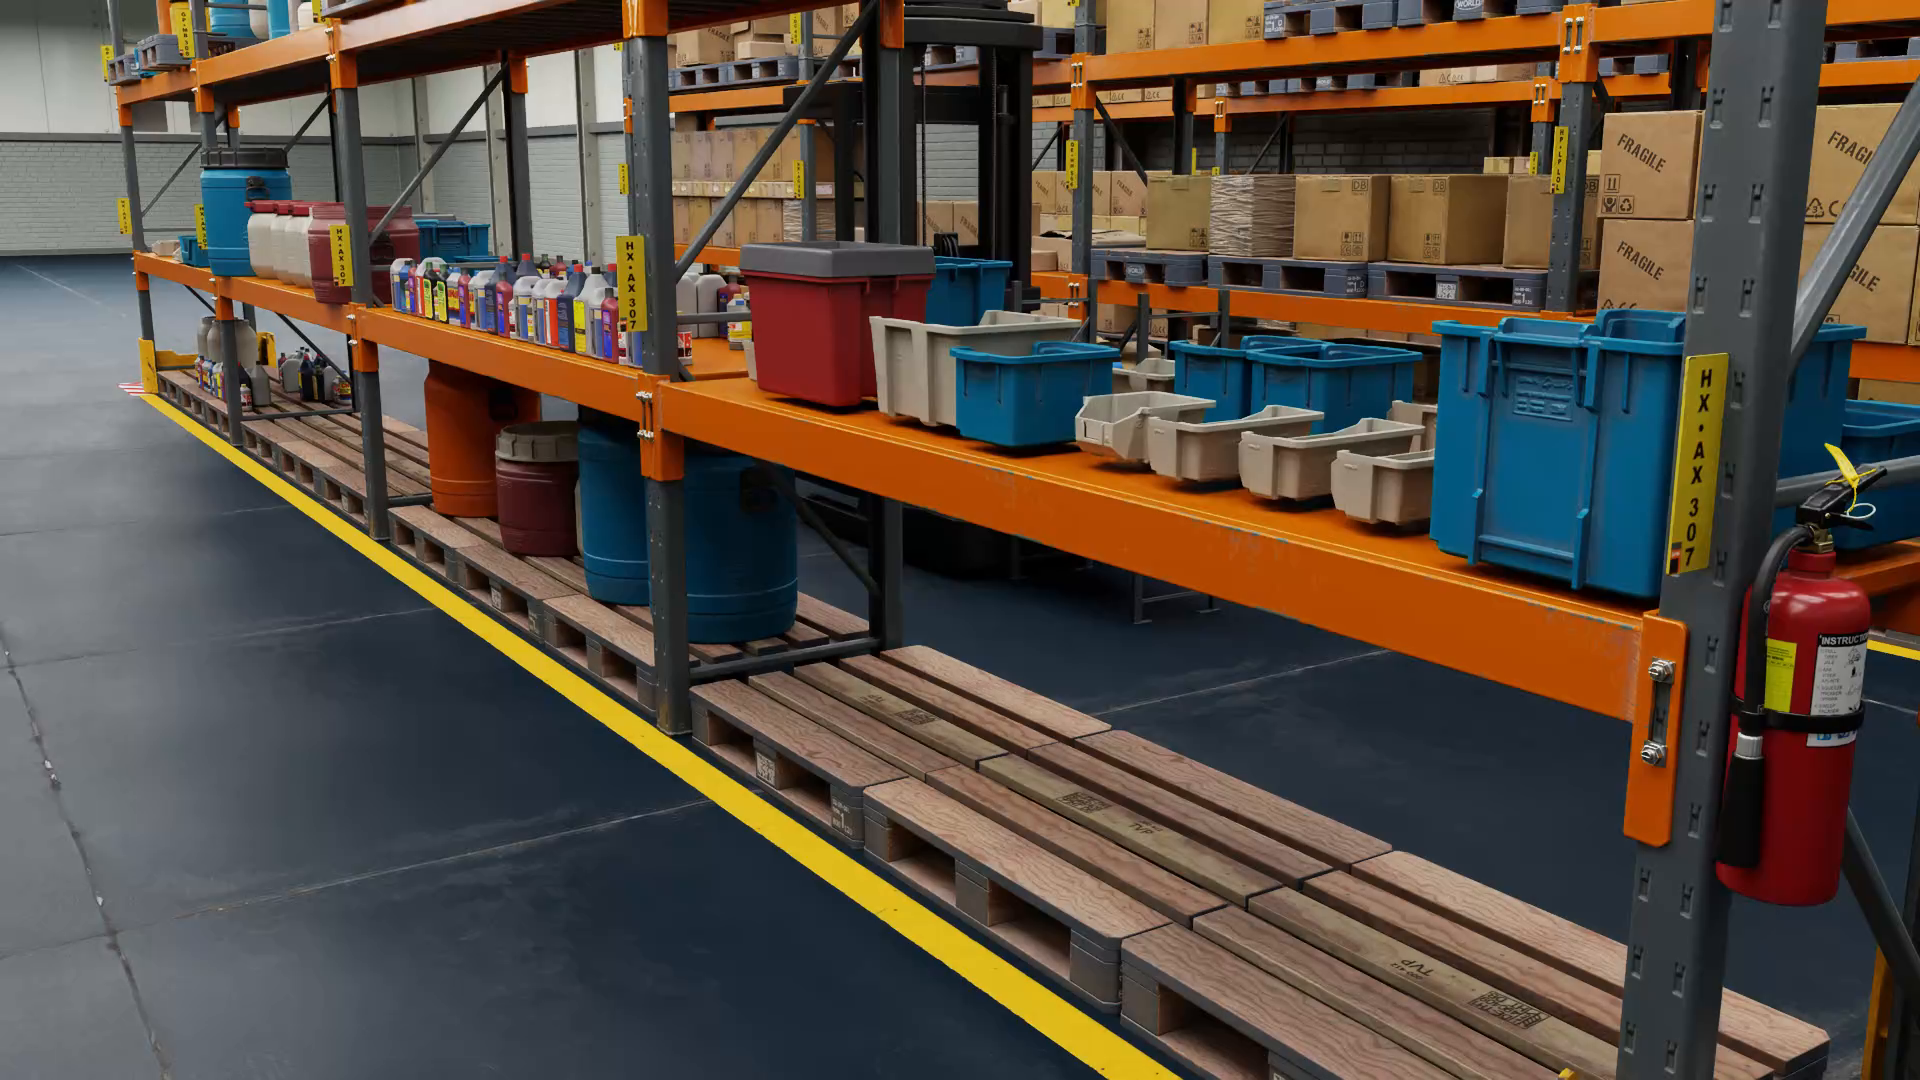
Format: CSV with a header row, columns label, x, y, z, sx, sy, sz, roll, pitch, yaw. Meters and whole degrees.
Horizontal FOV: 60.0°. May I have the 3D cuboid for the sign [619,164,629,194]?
label,x,y,z,sx,sy,sz,roll,pitch,yaw
sign,-3.660,-3.928,18.093,0.100,0.325,0.005,-8,15,-33

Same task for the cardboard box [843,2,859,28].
label,x,y,z,sx,sy,sz,roll,pitch,yaw
cardboard box,-0.669,-4.669,14.284,0.500,0.500,0.500,-8,15,-32

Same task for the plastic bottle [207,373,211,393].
label,x,y,z,sx,sy,sz,roll,pitch,yaw
plastic bottle,-6.275,-1.338,13.979,0.097,0.201,0.097,0,12,0

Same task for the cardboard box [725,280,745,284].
label,x,y,z,sx,sy,sz,roll,pitch,yaw
cardboard box,-2.254,-2.371,16.880,0.500,0.500,0.500,-8,15,-33

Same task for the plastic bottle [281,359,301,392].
label,x,y,z,sx,sy,sz,roll,pitch,yaw
plastic bottle,-5.655,-1.399,14.082,0.152,0.276,0.135,-8,15,-33

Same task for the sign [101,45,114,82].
label,x,y,z,sx,sy,sz,roll,pitch,yaw
sign,-7.780,-4.351,15.196,0.100,0.325,0.005,-8,15,-33

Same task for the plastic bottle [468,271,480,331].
label,x,y,z,sx,sy,sz,roll,pitch,yaw
plastic bottle,-2.236,-1.116,7.744,0.097,0.271,0.097,0,12,0

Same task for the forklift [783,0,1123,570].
label,x,y,z,sx,sy,sz,roll,pitch,yaw
forklift,-0.323,-1.546,9.571,1.130,2.935,3.031,-7,14,-30

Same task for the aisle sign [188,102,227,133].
label,x,y,z,sx,sy,sz,roll,pitch,yaw
aisle sign,-7.113,-4.264,15.753,0.394,0.787,0.004,-8,15,-33

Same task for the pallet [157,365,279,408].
label,x,y,z,sx,sy,sz,roll,pitch,yaw
pallet,-6.793,-1.431,15.409,1.003,0.211,1.213,-8,15,-33

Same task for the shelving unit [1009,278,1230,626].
label,x,y,z,sx,sy,sz,roll,pitch,yaw
shelving unit,0.735,-0.466,7.980,0.538,1.500,1.048,-7,14,-30

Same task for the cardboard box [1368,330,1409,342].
label,x,y,z,sx,sy,sz,roll,pitch,yaw
cardboard box,4.430,-2.002,16.315,0.700,0.500,0.500,-8,15,-33

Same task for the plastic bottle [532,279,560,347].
label,x,y,z,sx,sy,sz,roll,pitch,yaw
plastic bottle,-1.715,-0.962,7.028,0.152,0.276,0.135,-8,15,-33

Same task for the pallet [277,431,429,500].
label,x,y,z,sx,sy,sz,roll,pitch,yaw
pallet,-3.956,-0.520,11.245,1.003,0.211,1.213,-8,15,-33

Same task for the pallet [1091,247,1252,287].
label,x,y,z,sx,sy,sz,roll,pitch,yaw
pallet,1.672,-1.903,11.490,1.213,0.211,1.003,-8,15,-33

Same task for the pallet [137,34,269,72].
label,x,y,z,sx,sy,sz,roll,pitch,yaw
pallet,-5.585,-3.724,12.792,1.213,0.211,1.003,-8,15,-33

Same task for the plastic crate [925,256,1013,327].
label,x,y,z,sx,sy,sz,roll,pitch,yaw
plastic crate,-0.129,-0.791,5.852,0.392,0.384,0.575,-8,15,-33

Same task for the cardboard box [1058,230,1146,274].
label,x,y,z,sx,sy,sz,roll,pitch,yaw
cardboard box,1.073,-2.135,12.312,0.500,0.311,0.500,-7,14,-29

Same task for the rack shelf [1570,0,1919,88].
label,x,y,z,sx,sy,sz,roll,pitch,yaw
rack shelf,4.562,-2.156,6.860,1.077,0.370,4.000,-8,15,-33

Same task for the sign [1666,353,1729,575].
label,x,y,z,sx,sy,sz,roll,pitch,yaw
sign,1.096,-0.112,2.471,0.100,0.325,0.005,-8,15,-33

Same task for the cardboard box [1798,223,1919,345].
label,x,y,z,sx,sy,sz,roll,pitch,yaw
cardboard box,4.071,-1.143,7.335,0.500,0.500,0.500,-8,15,-33

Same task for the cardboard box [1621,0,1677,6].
label,x,y,z,sx,sy,sz,roll,pitch,yaw
cardboard box,3.518,-2.674,7.896,0.500,0.250,0.500,-8,15,-33

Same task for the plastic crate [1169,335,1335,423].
label,x,y,z,sx,sy,sz,roll,pitch,yaw
plastic crate,0.786,-0.418,4.504,0.416,0.233,0.300,-8,15,-33

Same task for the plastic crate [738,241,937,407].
label,x,y,z,sx,sy,sz,roll,pitch,yaw
plastic crate,-0.386,-0.684,5.177,0.402,0.464,0.583,-8,15,-33

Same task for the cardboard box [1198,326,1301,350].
label,x,y,z,sx,sy,sz,roll,pitch,yaw
cardboard box,1.986,-1.321,11.446,0.500,0.250,0.500,-7,14,-31

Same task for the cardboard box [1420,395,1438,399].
label,x,y,z,sx,sy,sz,roll,pitch,yaw
cardboard box,3.084,-0.600,9.903,0.500,0.500,0.500,-8,15,-32

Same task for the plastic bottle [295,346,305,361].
label,x,y,z,sx,sy,sz,roll,pitch,yaw
plastic bottle,-5.649,-1.490,14.326,0.144,0.351,0.185,-7,14,-30

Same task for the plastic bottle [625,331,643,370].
label,x,y,z,sx,sy,sz,roll,pitch,yaw
plastic bottle,-1.159,-0.783,6.211,0.152,0.276,0.135,-8,15,-33

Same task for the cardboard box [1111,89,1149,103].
label,x,y,z,sx,sy,sz,roll,pitch,yaw
cardboard box,2.050,-5.177,18.712,0.500,0.500,0.500,-9,15,-35

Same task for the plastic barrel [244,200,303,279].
label,x,y,z,sx,sy,sz,roll,pitch,yaw
plastic barrel,-4.756,-2.105,11.647,0.433,0.535,0.433,0,12,0

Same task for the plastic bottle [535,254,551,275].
label,x,y,z,sx,sy,sz,roll,pitch,yaw
plastic bottle,-2.308,-1.445,9.220,0.061,0.283,0.133,-8,15,-33

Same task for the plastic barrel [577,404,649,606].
label,x,y,z,sx,sy,sz,roll,pitch,yaw
plastic barrel,-1.351,-0.216,7.259,0.600,0.901,0.708,-8,15,-33

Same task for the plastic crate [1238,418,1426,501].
label,x,y,z,sx,sy,sz,roll,pitch,yaw
plastic crate,0.794,-0.178,3.630,0.396,0.136,0.243,-8,15,-33

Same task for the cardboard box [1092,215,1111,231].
label,x,y,z,sx,sy,sz,roll,pitch,yaw
cardboard box,1.788,-3.659,19.374,0.500,0.250,0.500,-8,15,-32

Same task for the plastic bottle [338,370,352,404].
label,x,y,z,sx,sy,sz,roll,pitch,yaw
plastic bottle,-4.916,-1.225,13.299,0.097,0.271,0.097,0,12,0

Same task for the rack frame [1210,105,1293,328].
label,x,y,z,sx,sy,sz,roll,pitch,yaw
rack frame,3.144,-3.407,17.921,1.000,3.000,0.127,-8,15,-33

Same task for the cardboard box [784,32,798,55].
label,x,y,z,sx,sy,sz,roll,pitch,yaw
cardboard box,-1.337,-4.732,15.857,0.500,0.311,0.500,-9,15,-36

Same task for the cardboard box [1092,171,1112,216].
label,x,y,z,sx,sy,sz,roll,pitch,yaw
cardboard box,1.784,-4.029,19.312,0.500,0.500,0.500,-8,14,-31

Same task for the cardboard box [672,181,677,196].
label,x,y,z,sx,sy,sz,roll,pitch,yaw
cardboard box,-2.871,-3.711,17.557,0.380,0.149,0.250,-8,15,-33

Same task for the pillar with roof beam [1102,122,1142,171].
label,x,y,z,sx,sy,sz,roll,pitch,yaw
pillar with roof beam,-1.549,-6.518,18.101,9.100,9.000,0.400,-8,15,-33

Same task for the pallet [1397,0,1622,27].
label,x,y,z,sx,sy,sz,roll,pitch,yaw
pallet,3.151,-2.895,8.998,1.213,0.211,1.003,-8,15,-33

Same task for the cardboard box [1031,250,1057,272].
label,x,y,z,sx,sy,sz,roll,pitch,yaw
cardboard box,0.510,-2.113,12.592,0.380,0.149,0.250,-8,15,-33

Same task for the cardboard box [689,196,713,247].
label,x,y,z,sx,sy,sz,roll,pitch,yaw
cardboard box,-2.381,-3.314,17.261,0.700,0.500,0.500,-8,15,-32

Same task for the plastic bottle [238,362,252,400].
label,x,y,z,sx,sy,sz,roll,pitch,yaw
plastic bottle,-5.701,-1.236,13.162,0.144,0.351,0.185,-9,15,-34

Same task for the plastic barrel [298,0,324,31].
label,x,y,z,sx,sy,sz,roll,pitch,yaw
plastic barrel,-3.787,-3.119,9.907,0.301,0.262,0.301,0,12,0

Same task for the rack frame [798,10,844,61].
label,x,y,z,sx,sy,sz,roll,pitch,yaw
rack frame,-0.978,-5.751,14.595,1.000,3.000,0.127,-8,15,-33

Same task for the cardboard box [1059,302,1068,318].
label,x,y,z,sx,sy,sz,roll,pitch,yaw
cardboard box,1.552,-2.785,20.339,0.500,0.311,0.500,-7,14,-28

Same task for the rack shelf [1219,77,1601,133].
label,x,y,z,sx,sy,sz,roll,pitch,yaw
rack shelf,4.252,-4.165,16.050,1.077,0.370,4.000,-8,15,-33

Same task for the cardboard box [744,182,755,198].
label,x,y,z,sx,sy,sz,roll,pitch,yaw
cardboard box,-1.869,-3.390,16.090,0.380,0.149,0.250,-8,15,-33

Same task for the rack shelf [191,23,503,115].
label,x,y,z,sx,sy,sz,roll,pitch,yaw
rack shelf,-3.996,-2.993,10.688,1.077,0.370,4.000,-8,15,-33

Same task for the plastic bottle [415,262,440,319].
label,x,y,z,sx,sy,sz,roll,pitch,yaw
plastic bottle,-2.661,-1.265,8.415,0.152,0.276,0.135,-8,15,-33
